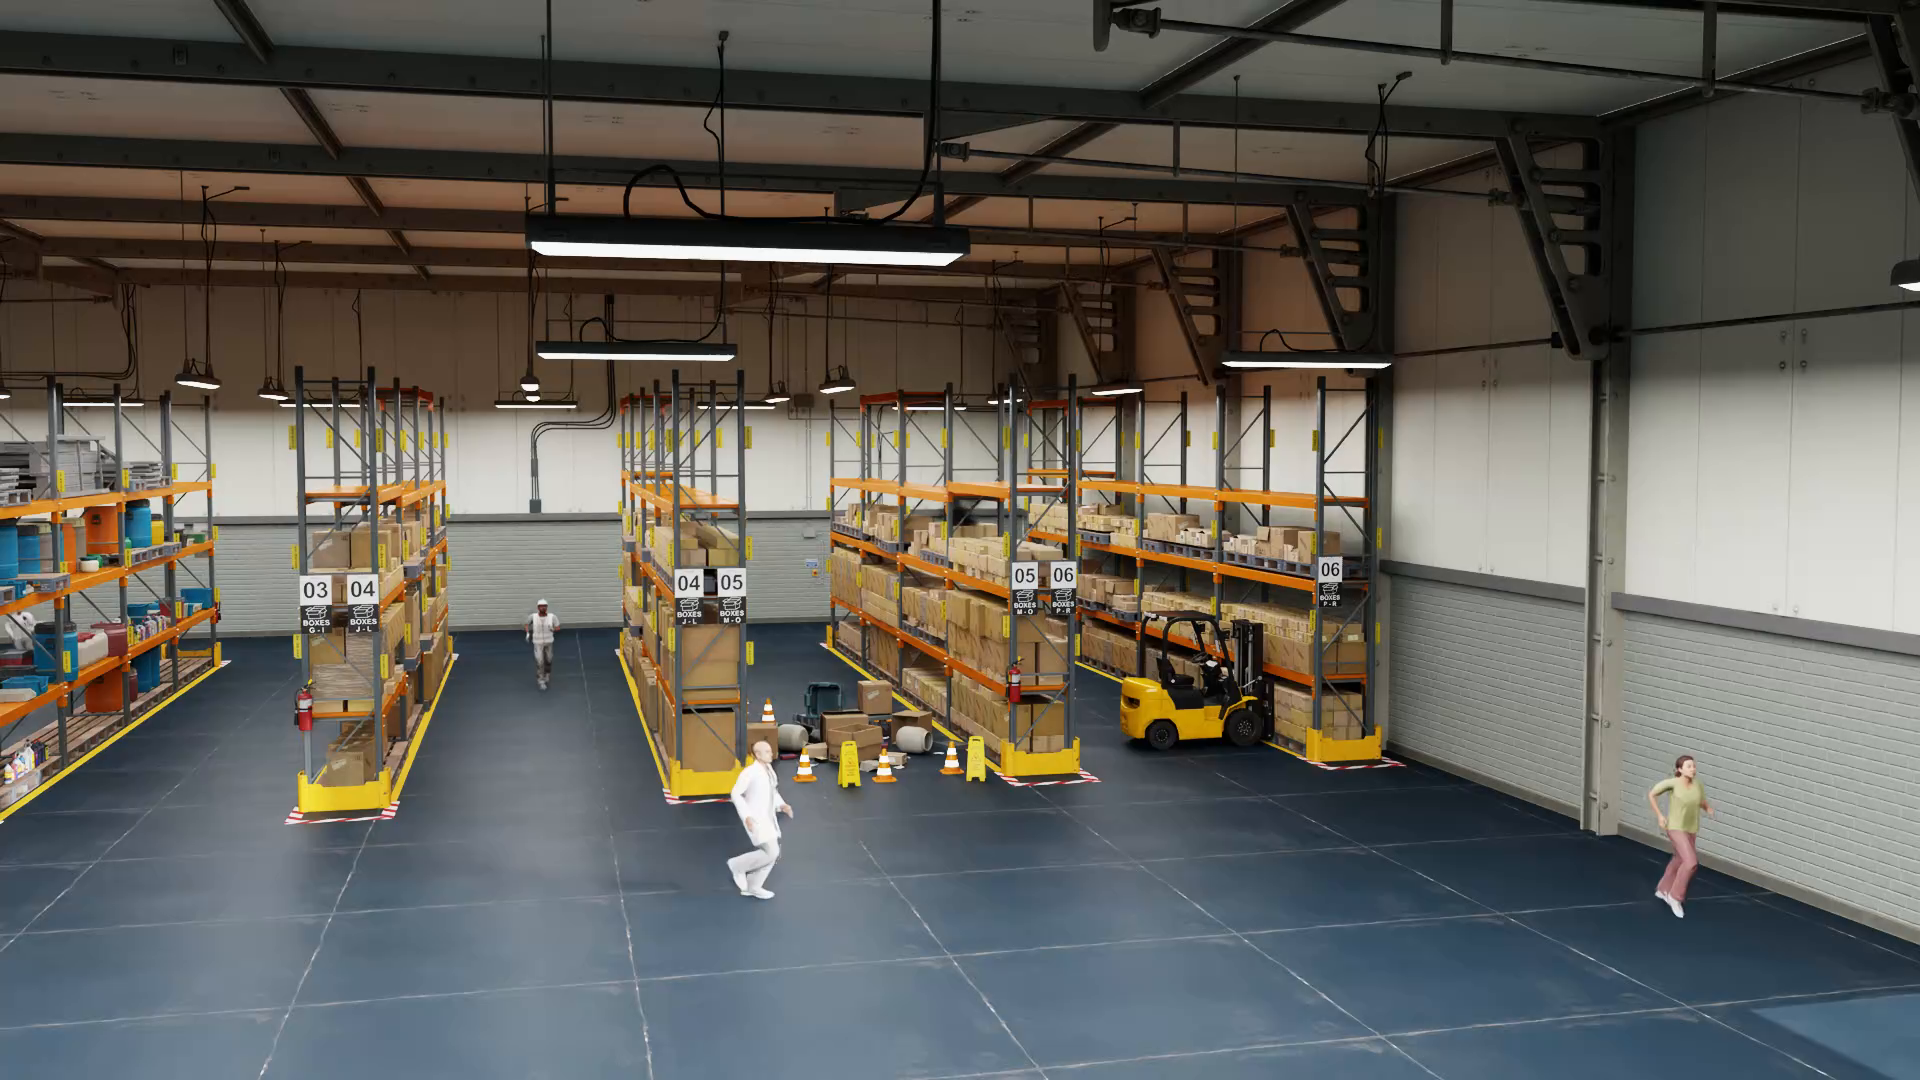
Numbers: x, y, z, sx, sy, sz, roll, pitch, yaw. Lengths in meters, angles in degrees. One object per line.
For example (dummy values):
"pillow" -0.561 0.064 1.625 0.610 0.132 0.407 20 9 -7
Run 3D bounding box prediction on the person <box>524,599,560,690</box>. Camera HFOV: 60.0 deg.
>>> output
"person" -8.417 2.080 33.585 0.688 1.766 1.002 -1 4 -21

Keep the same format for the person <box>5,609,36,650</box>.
"person" -19.737 2.086 34.956 0.622 1.664 0.617 -1 4 -22

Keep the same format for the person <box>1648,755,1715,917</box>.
"person" 7.679 3.116 17.665 0.572 1.697 0.706 -1 4 -19

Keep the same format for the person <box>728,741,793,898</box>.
"person" -2.181 3.157 18.185 0.669 1.533 0.697 1 4 21
